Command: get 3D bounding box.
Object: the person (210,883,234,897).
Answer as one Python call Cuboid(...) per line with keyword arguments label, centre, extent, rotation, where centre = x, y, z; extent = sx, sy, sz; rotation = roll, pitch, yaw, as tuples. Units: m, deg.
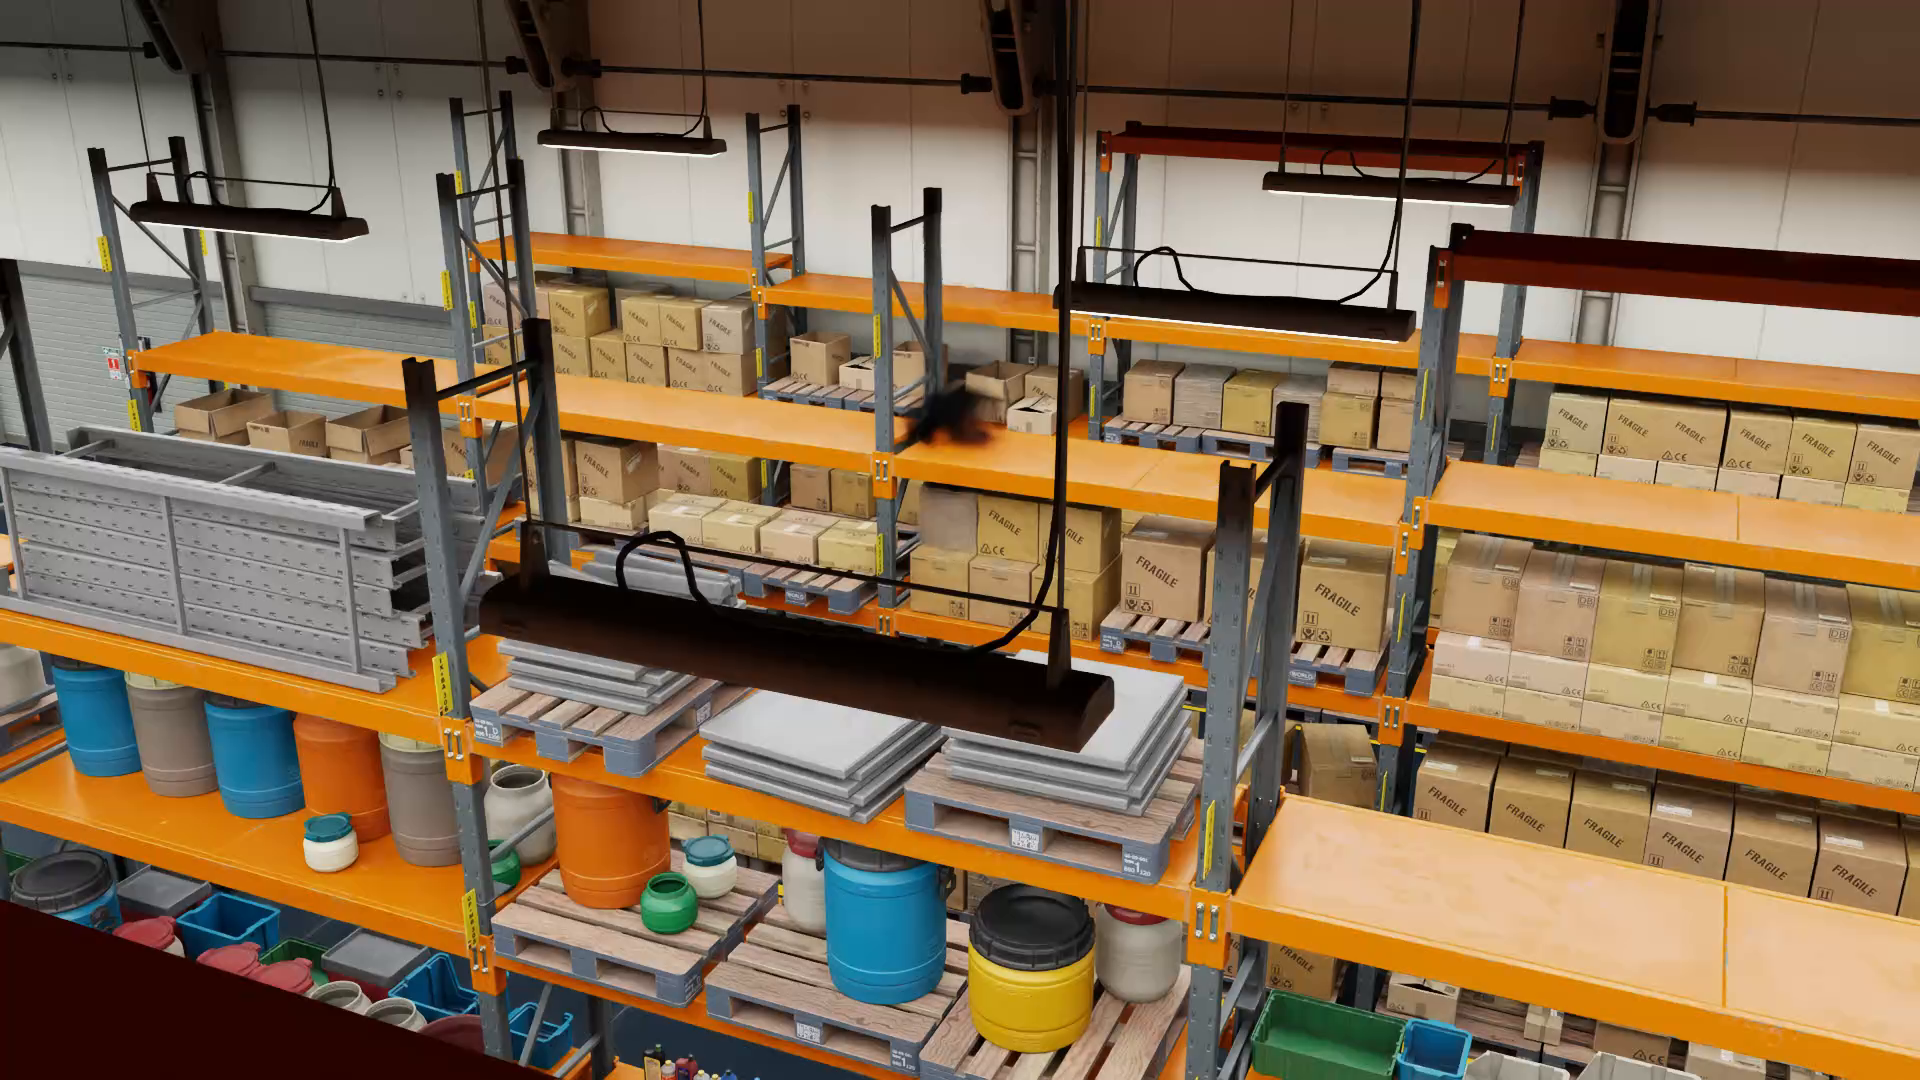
Cuboid(label="person", centre=(-6.145, 2.597, 13.573), extent=(0.629, 1.547, 0.578), rotation=(8, 22, 21))
